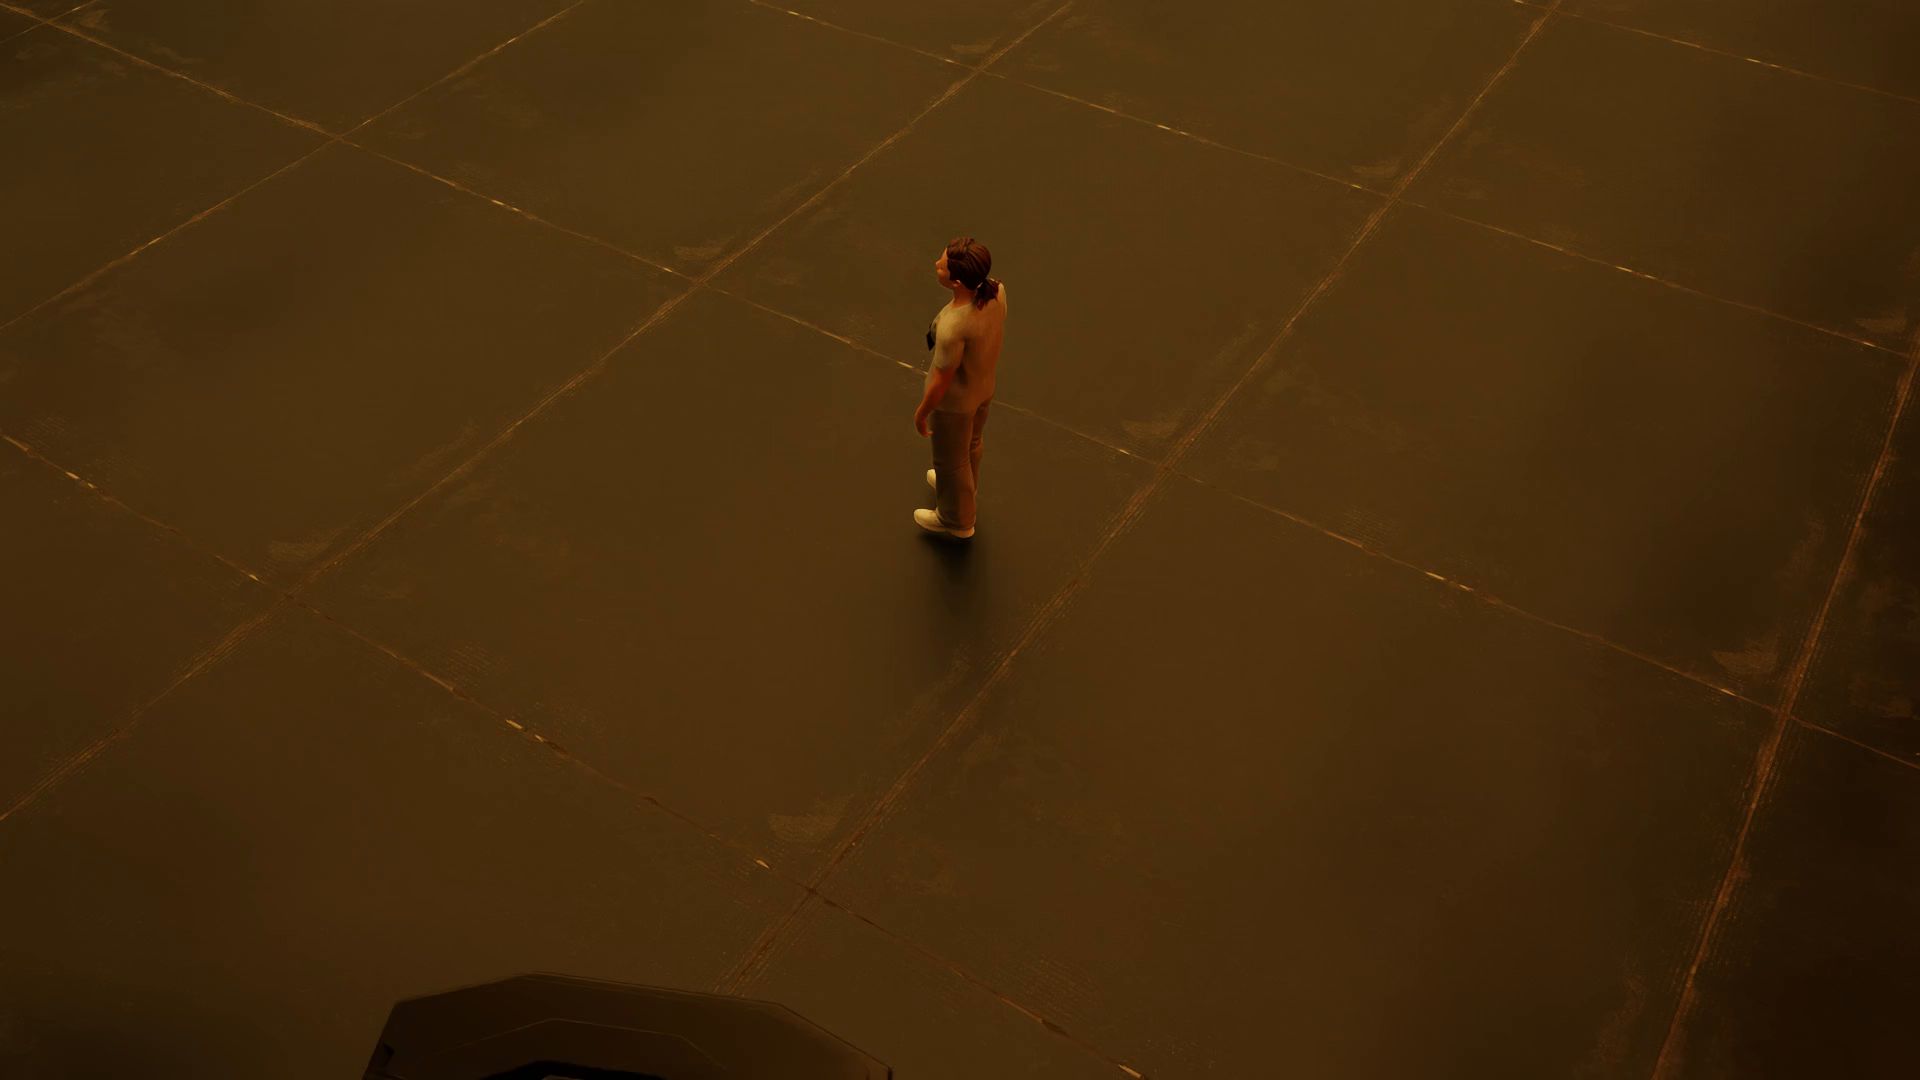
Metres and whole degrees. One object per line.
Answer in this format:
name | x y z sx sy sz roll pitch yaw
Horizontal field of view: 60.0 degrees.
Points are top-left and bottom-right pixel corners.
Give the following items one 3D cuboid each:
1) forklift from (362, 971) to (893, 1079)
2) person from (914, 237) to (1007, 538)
forklift | -0.683 2.343 3.377 1.130 2.935 3.031 6 44 6
person | -0.054 -0.678 7.406 0.549 1.675 0.549 24 48 23
